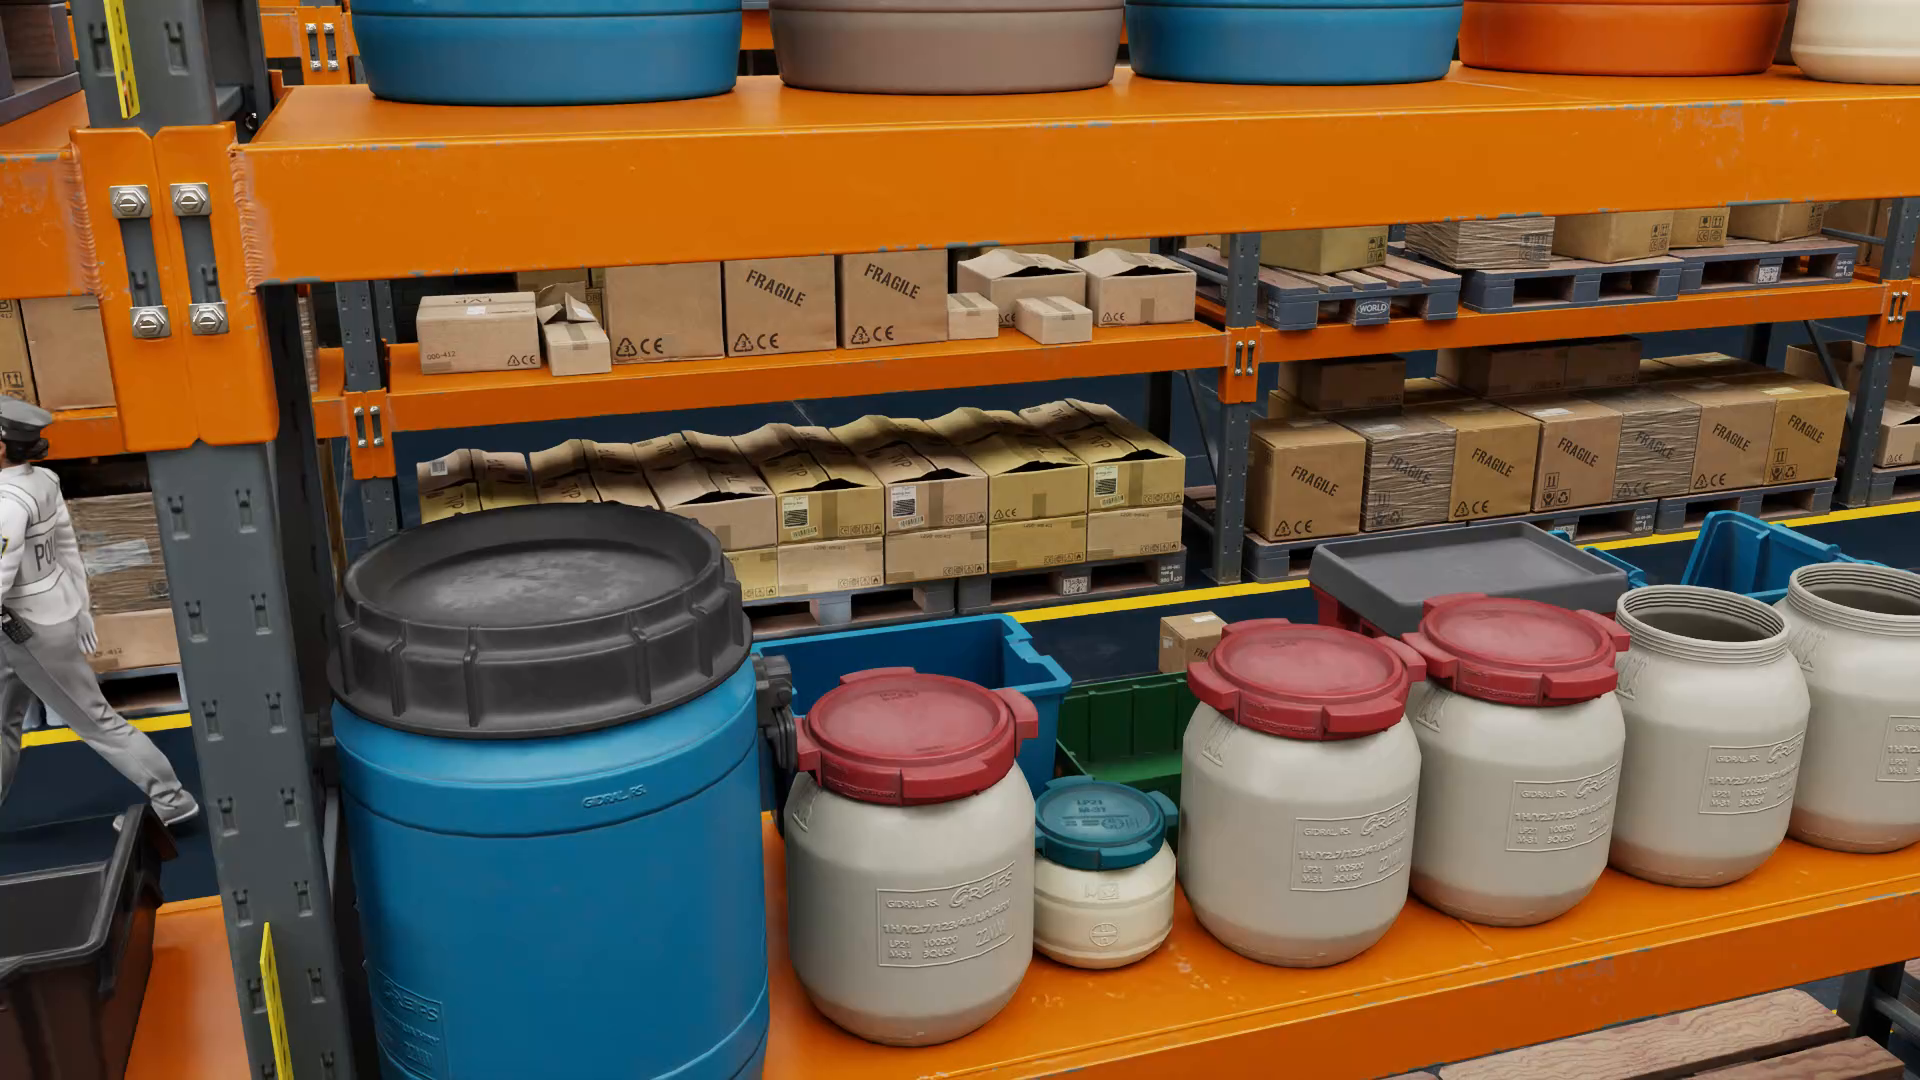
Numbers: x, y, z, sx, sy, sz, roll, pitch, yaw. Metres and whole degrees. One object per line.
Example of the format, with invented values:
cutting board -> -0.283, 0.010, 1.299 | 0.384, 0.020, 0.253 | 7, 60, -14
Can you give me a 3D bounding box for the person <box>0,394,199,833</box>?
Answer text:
person -> -3.228, 0.297, 5.642 | 0.978, 1.630, 0.505 | -7, 20, -18
